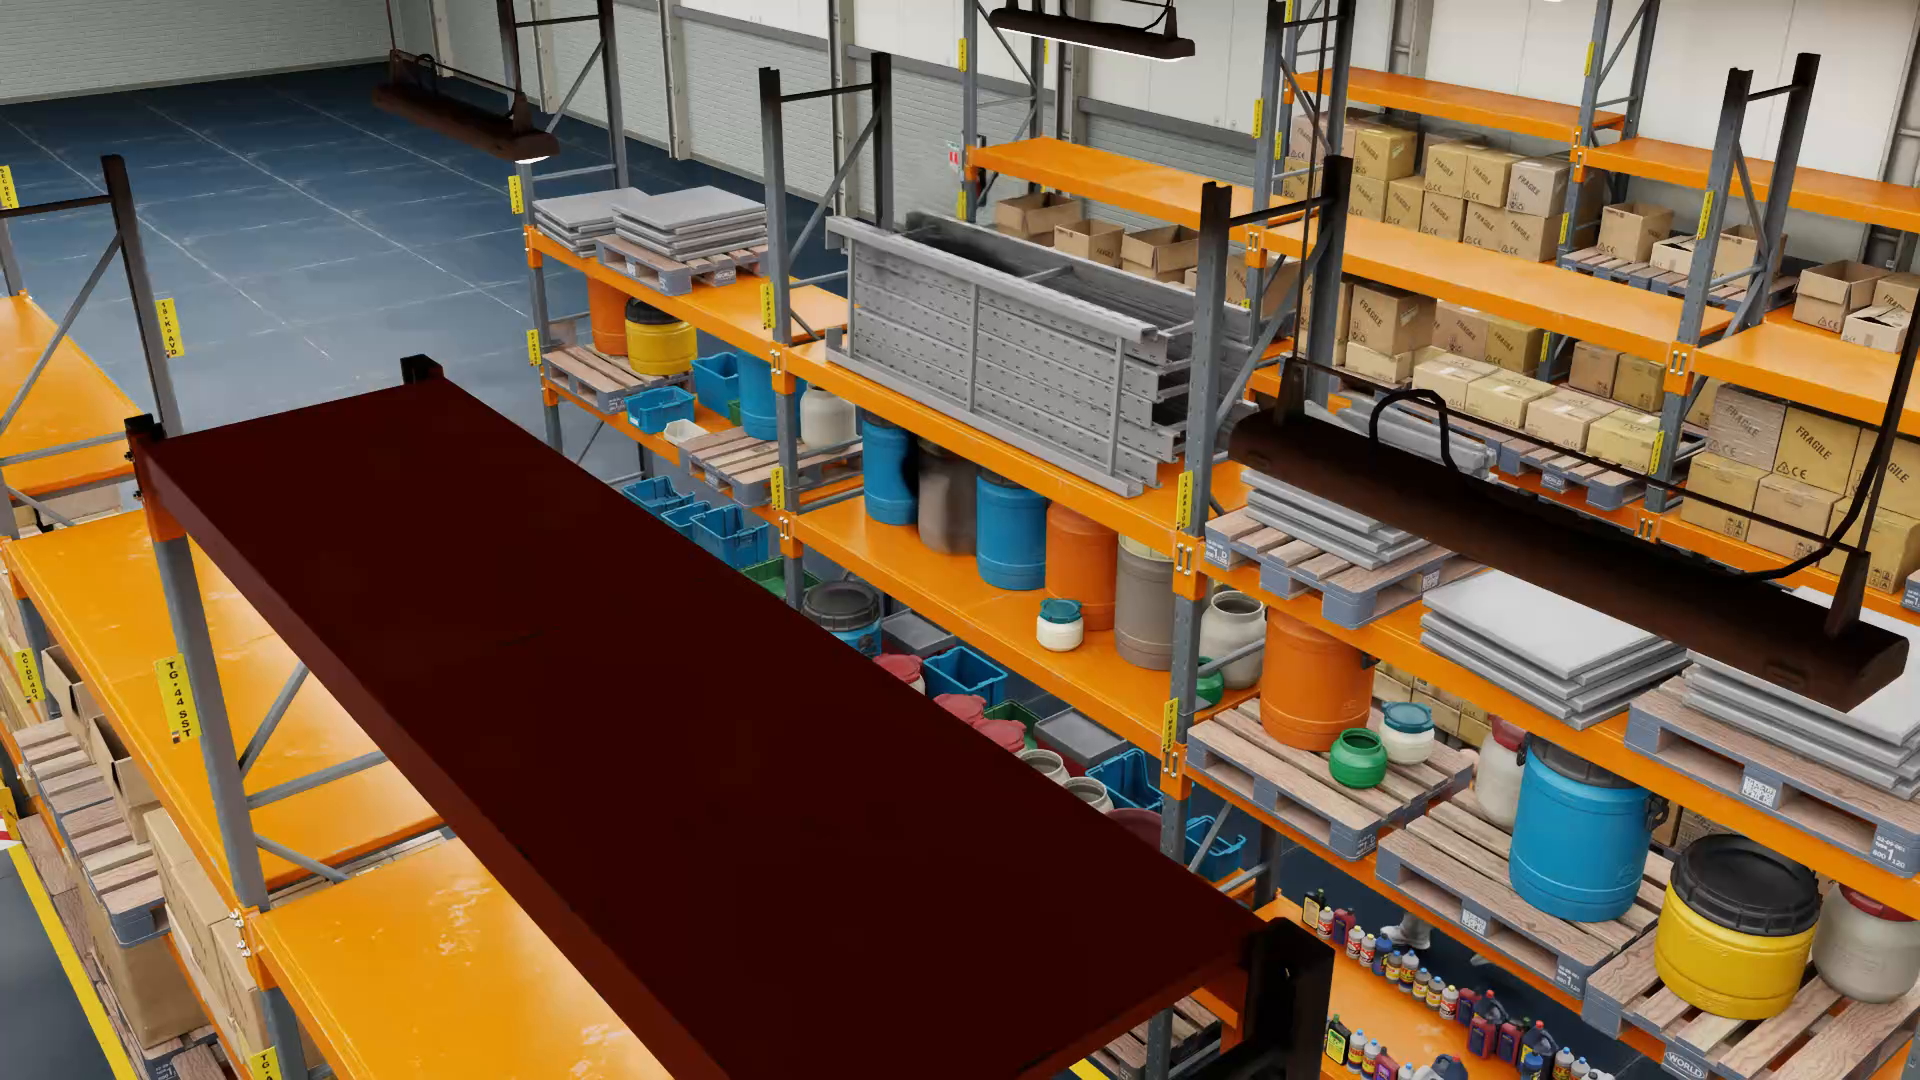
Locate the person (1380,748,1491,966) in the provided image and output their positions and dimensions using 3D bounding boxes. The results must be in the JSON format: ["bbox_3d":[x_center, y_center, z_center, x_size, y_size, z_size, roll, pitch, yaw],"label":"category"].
[{"bbox_3d":[3.489,2.231,11.642,0.959,1.779,0.711,22,34,38],"label":"person"}]
